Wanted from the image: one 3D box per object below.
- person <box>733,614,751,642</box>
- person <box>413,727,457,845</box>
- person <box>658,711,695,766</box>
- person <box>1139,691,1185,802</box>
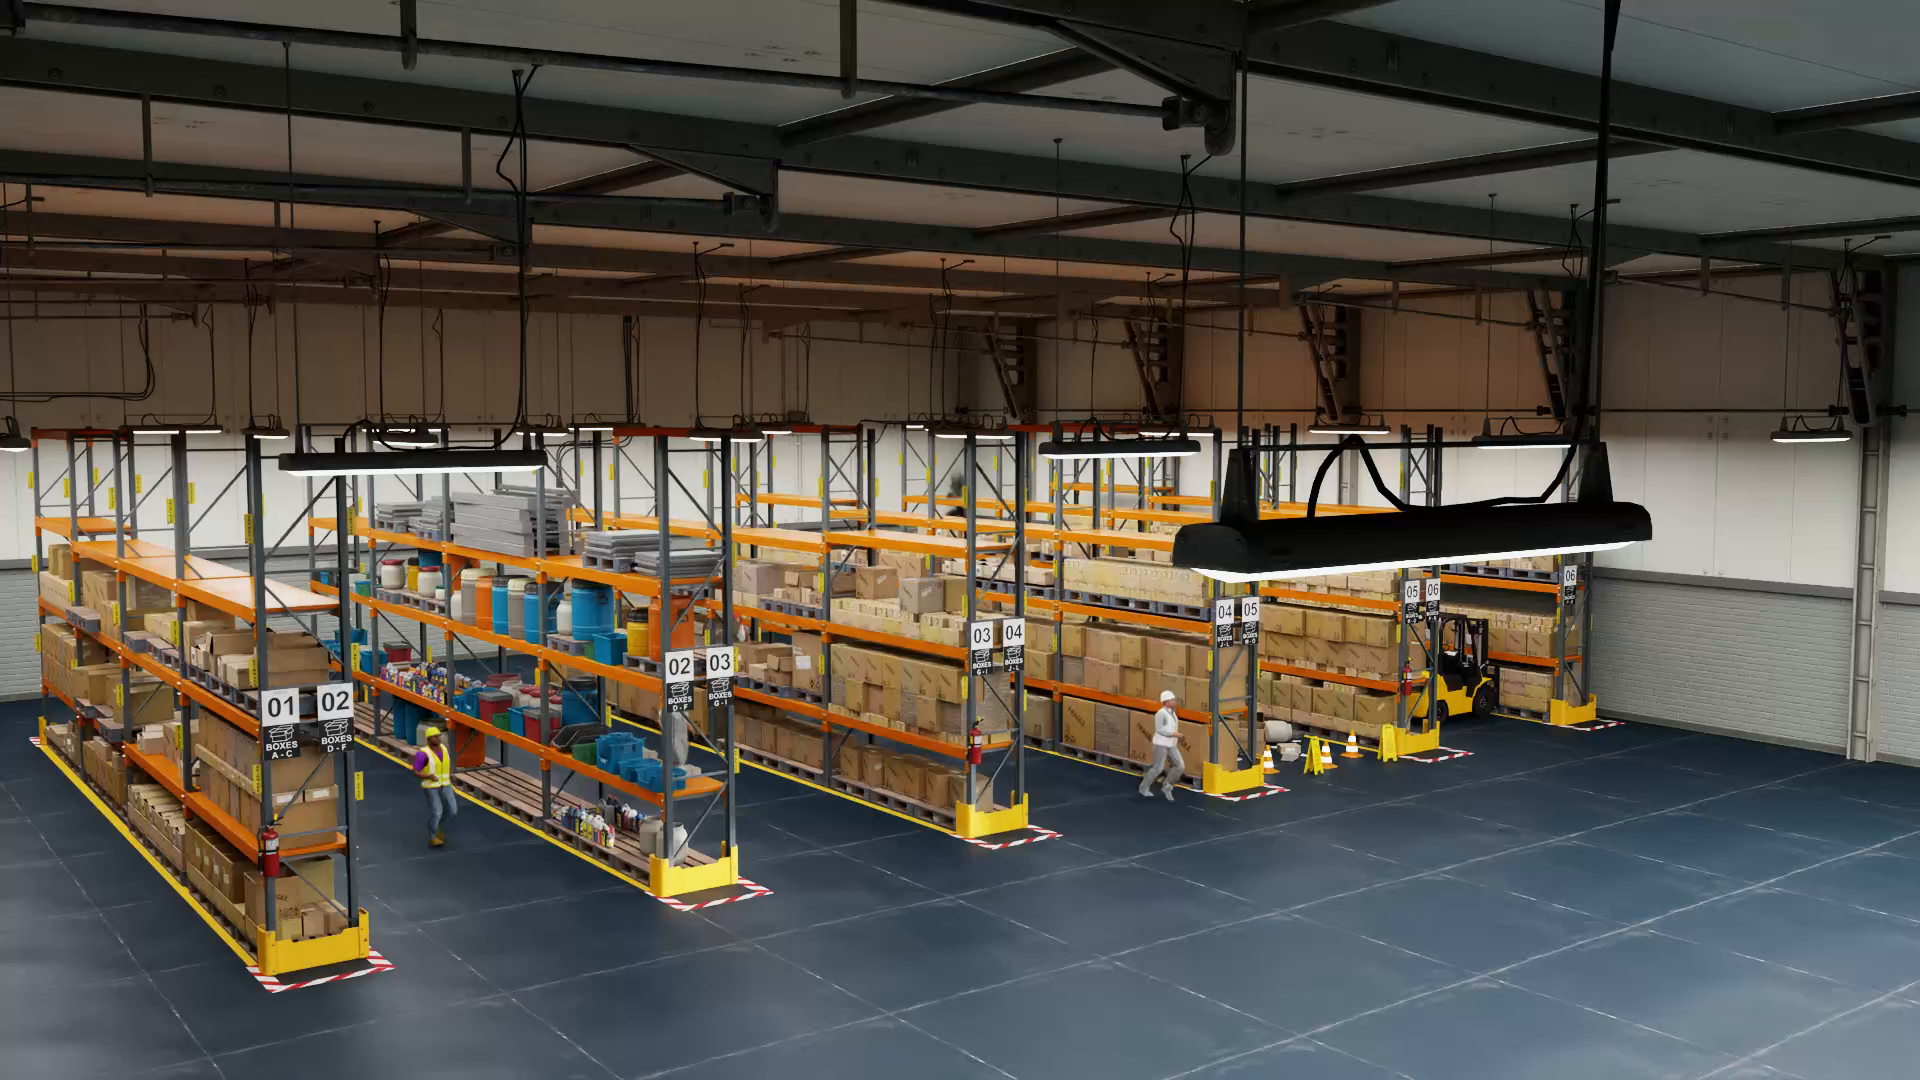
[{"bbox_3d":[-5.007,2.507,37.630,0.707,1.742,0.624,-3,5,-33],"label":"person"},{"bbox_3d":[-7.548,3.568,24.100,0.582,1.720,0.688,4,6,39],"label":"person"},{"bbox_3d":[-4.755,3.333,27.855,0.566,1.660,0.818,-4,6,-43],"label":"person"},{"bbox_3d":[3.331,3.344,27.000,0.744,1.805,0.676,3,6,36],"label":"person"}]
